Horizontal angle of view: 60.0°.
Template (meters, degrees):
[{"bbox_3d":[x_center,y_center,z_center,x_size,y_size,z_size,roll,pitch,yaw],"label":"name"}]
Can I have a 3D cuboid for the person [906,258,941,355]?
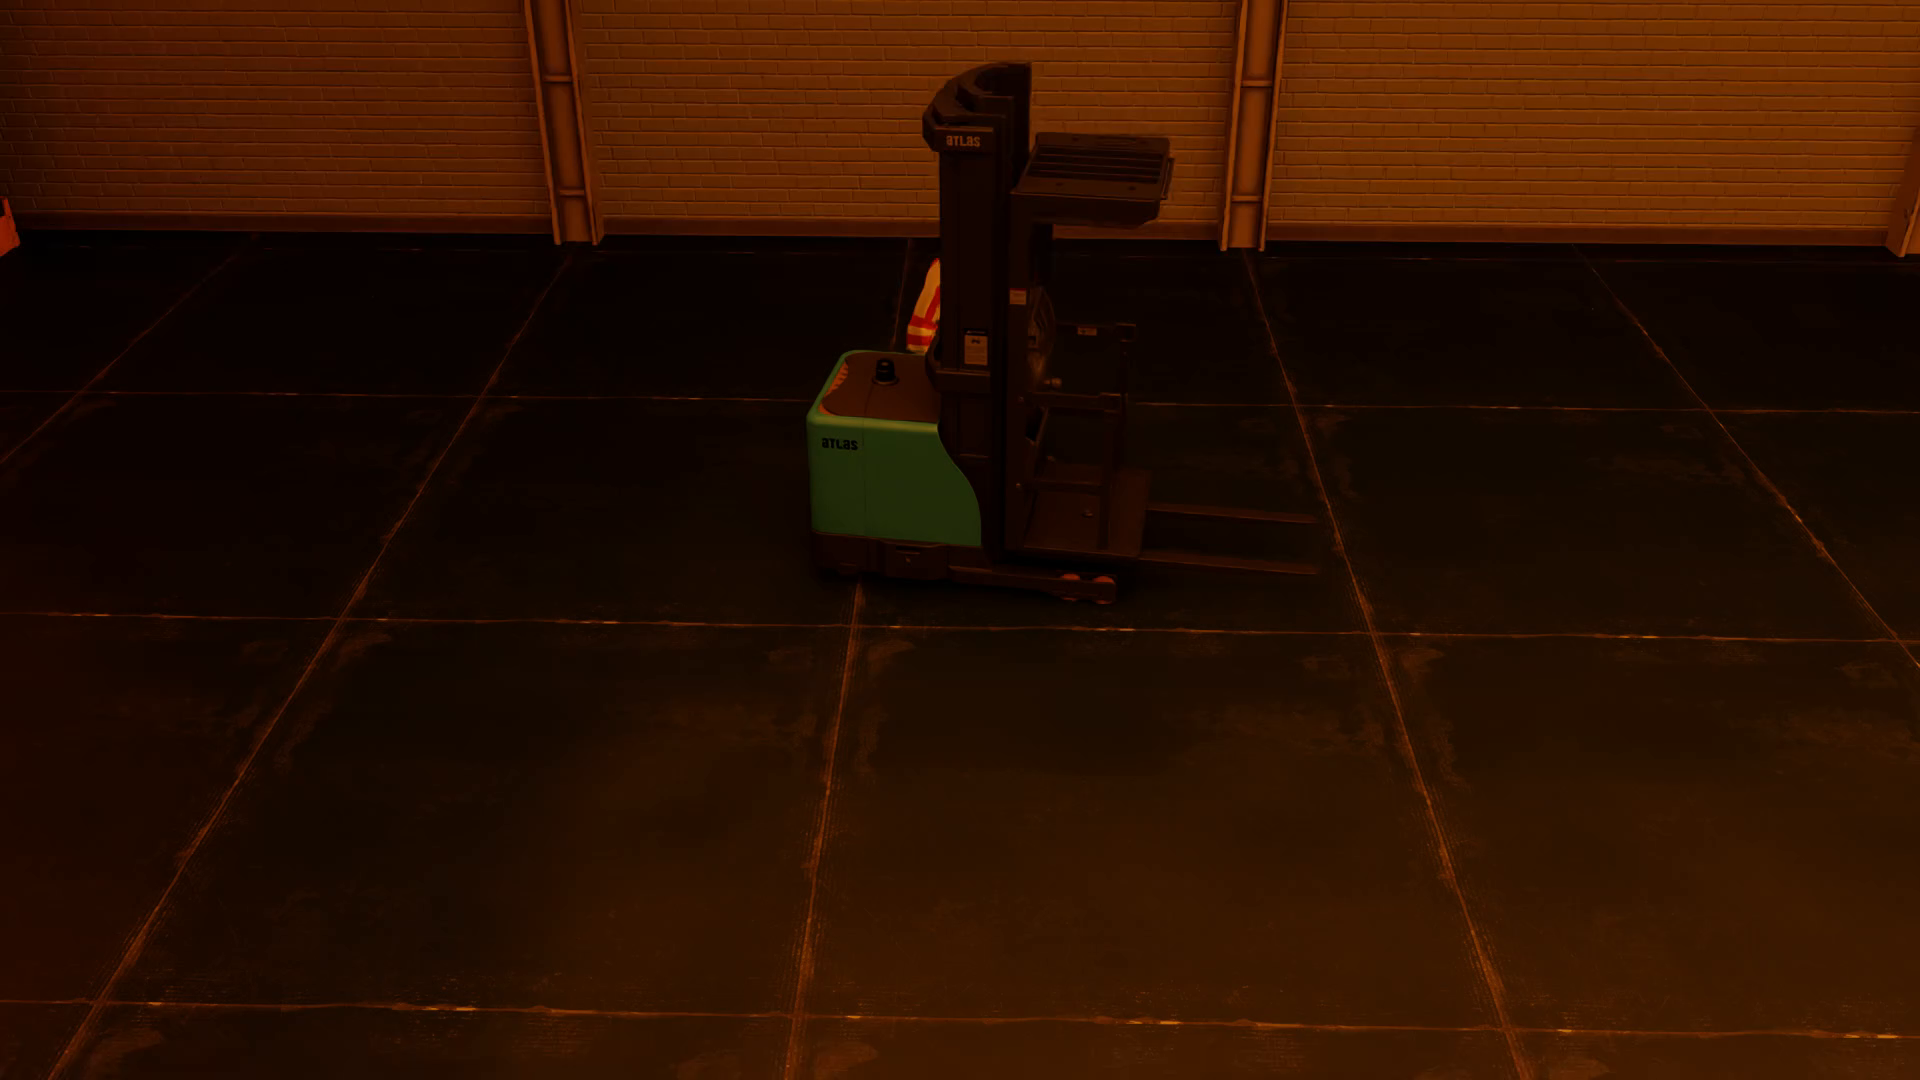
[{"bbox_3d":[0.154,-1.321,11.202,0.934,1.501,1.187,-14,33,-22],"label":"person"}]

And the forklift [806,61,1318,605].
[{"bbox_3d":[0.657,-1.171,9.601,3.031,2.935,1.130,5,31,8],"label":"forklift"}]
